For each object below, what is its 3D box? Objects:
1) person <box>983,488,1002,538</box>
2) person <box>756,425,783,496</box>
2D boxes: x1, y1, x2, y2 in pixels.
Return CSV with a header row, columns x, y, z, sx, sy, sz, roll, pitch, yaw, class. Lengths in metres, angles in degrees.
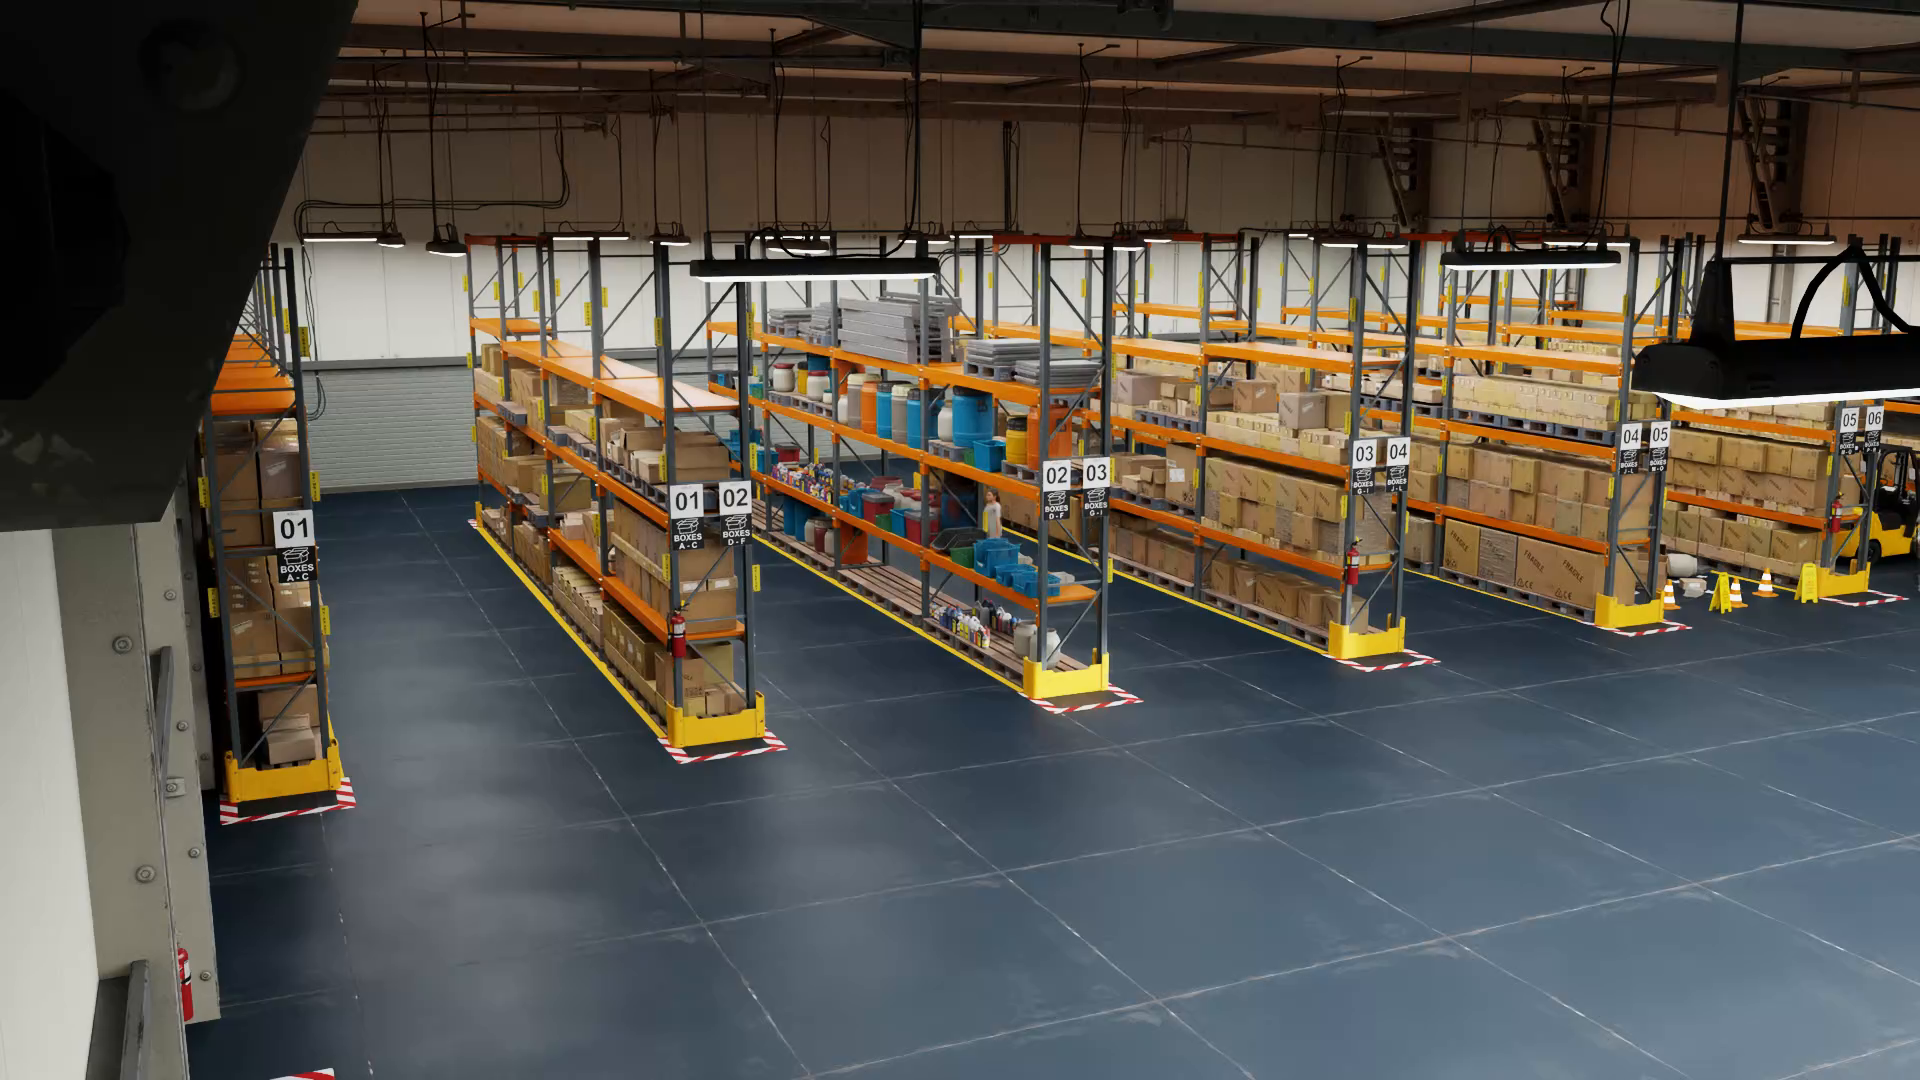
x,y,z,sx,sy,sz,roll,pitch,yaw,class
0.557,-0.102,29.139,0.362,1.644,0.519,-5,12,-23,person
-4.422,-1.789,37.963,0.926,1.668,0.645,0,11,-1,person
